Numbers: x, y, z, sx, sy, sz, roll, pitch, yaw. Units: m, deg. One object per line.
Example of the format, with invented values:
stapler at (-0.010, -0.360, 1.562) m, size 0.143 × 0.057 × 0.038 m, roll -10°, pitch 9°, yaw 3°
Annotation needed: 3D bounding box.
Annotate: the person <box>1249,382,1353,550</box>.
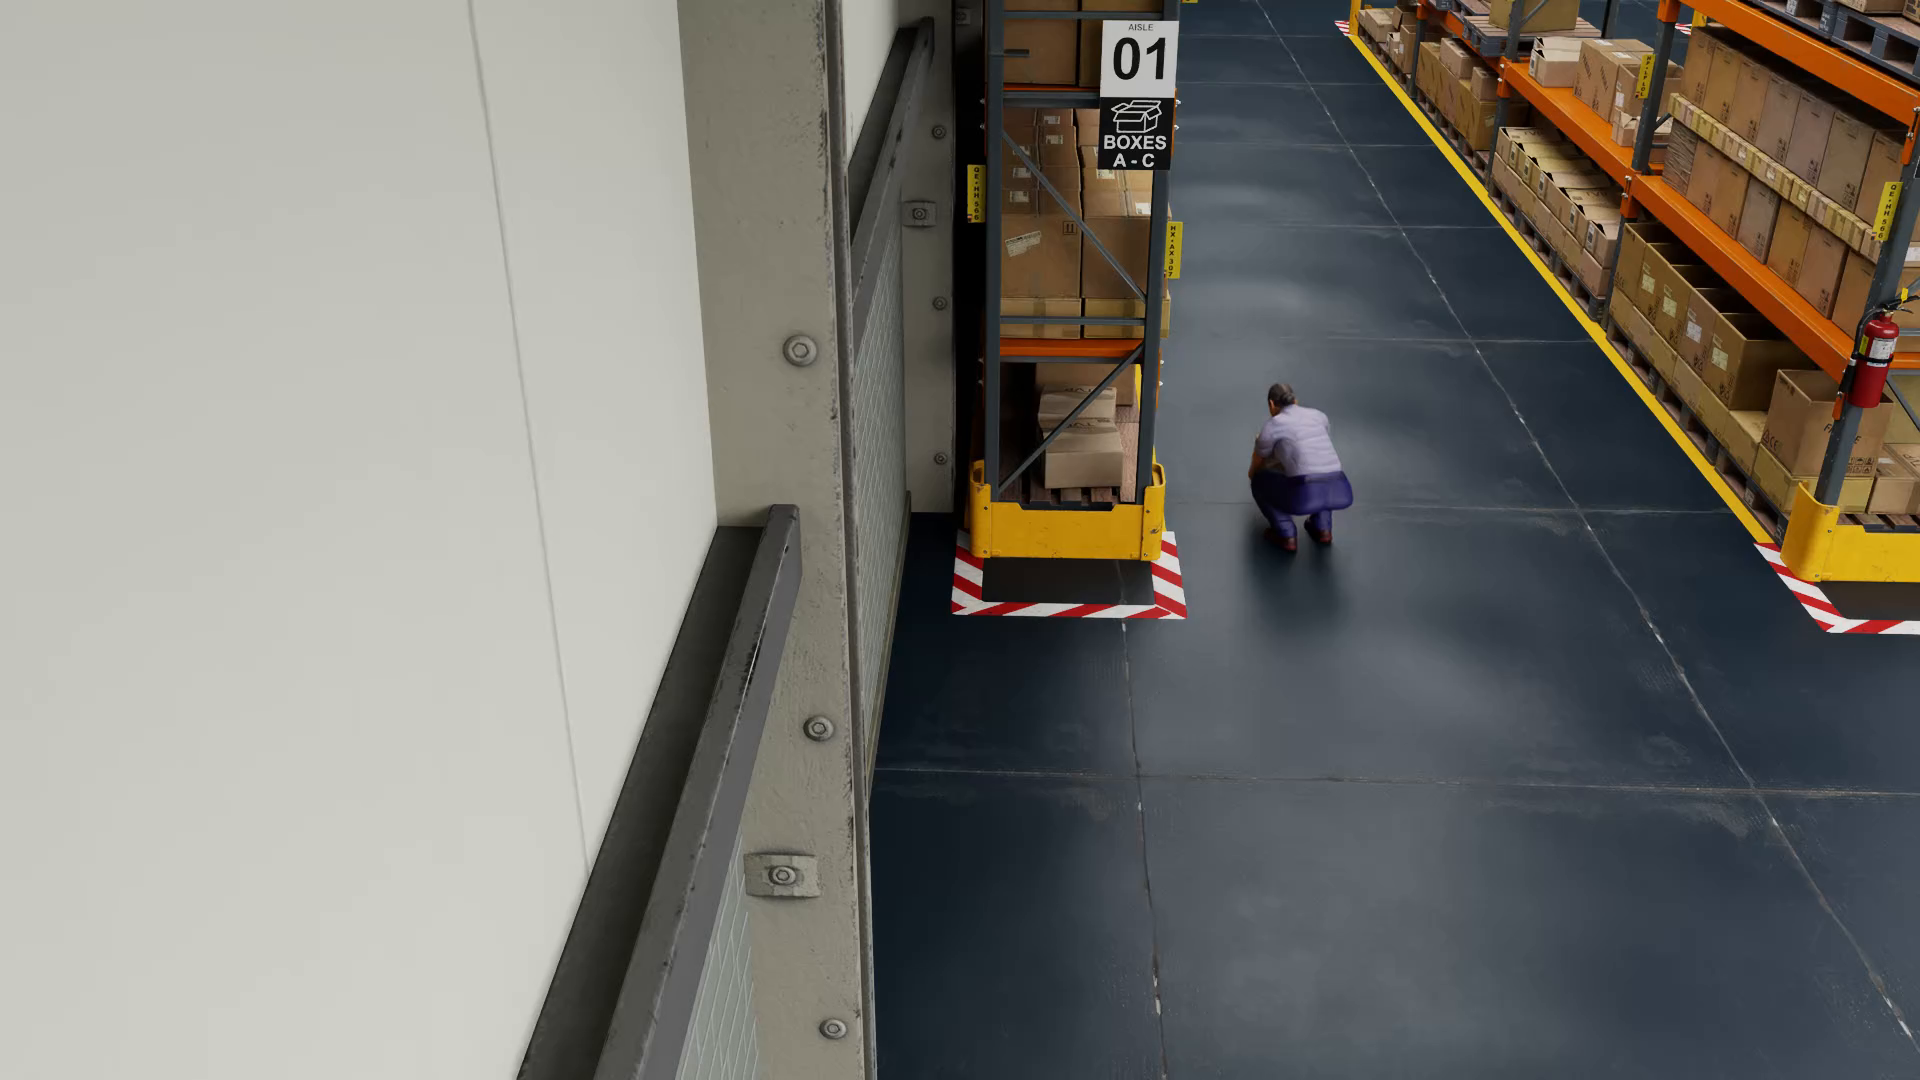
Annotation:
person at (2.089, -0.471, 10.314) m, size 0.524 × 0.916 × 0.874 m, roll -7°, pitch 29°, yaw -13°
